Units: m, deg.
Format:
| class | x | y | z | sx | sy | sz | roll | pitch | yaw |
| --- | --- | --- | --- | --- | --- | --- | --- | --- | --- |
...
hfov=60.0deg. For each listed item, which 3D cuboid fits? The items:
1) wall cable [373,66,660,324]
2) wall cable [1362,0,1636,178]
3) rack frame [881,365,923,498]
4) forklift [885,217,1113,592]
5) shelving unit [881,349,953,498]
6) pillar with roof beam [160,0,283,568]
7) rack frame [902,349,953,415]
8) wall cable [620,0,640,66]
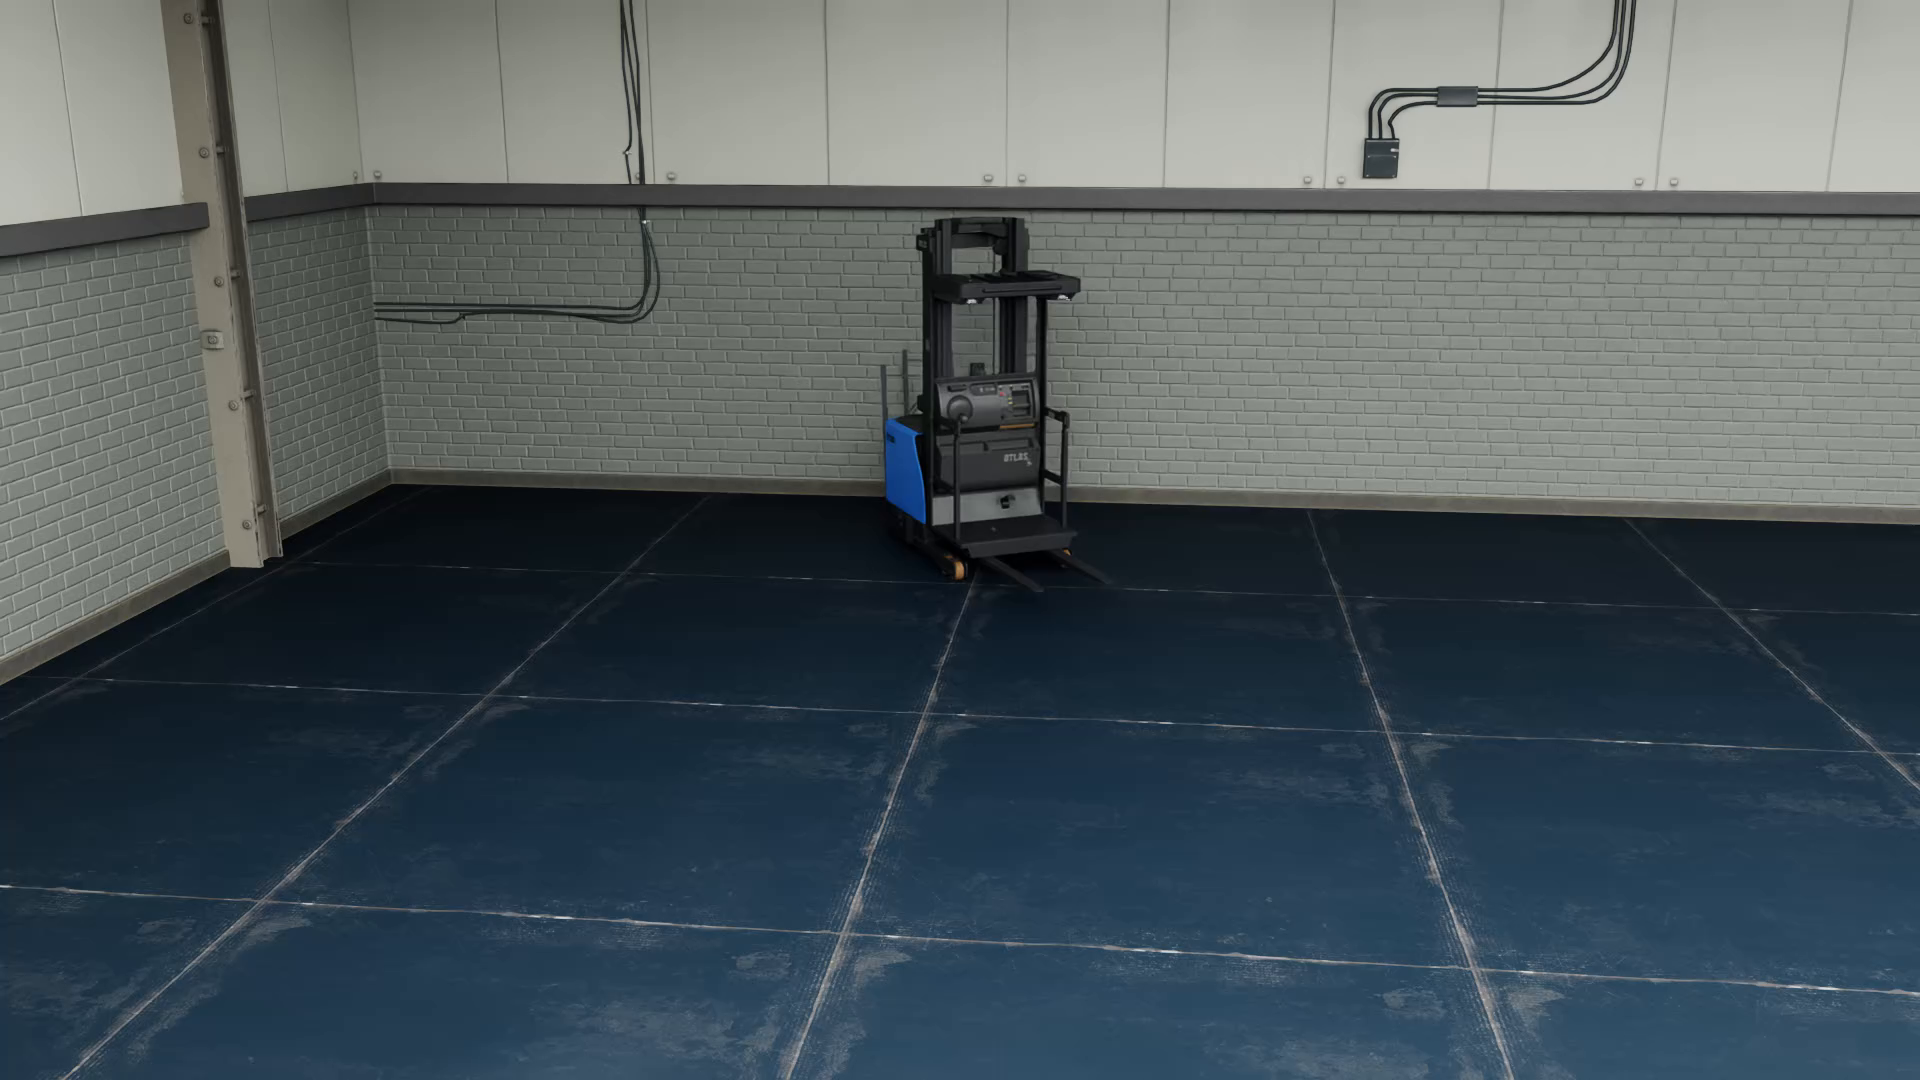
| class | x | y | z | sx | sy | sz | roll | pitch | yaw |
| --- | --- | --- | --- | --- | --- | --- | --- | --- | --- |
| wall cable | -4.527 | -3.387 | 16.486 | 3.097 | 2.526 | 0.112 | 2 | 15 | 6 |
| wall cable | 4.904 | -6.244 | 14.587 | 2.305 | 6.003 | 0.169 | 2 | 15 | 6 |
| rack frame | -0.472 | -0.901 | 15.627 | 0.500 | 1.500 | 0.032 | 1 | 15 | 10 |
| forklift | 0.328 | -1.197 | 14.061 | 1.130 | 2.935 | 3.031 | -6 | 16 | -22 |
| shelving unit | -0.388 | -1.027 | 16.112 | 0.538 | 1.500 | 1.048 | 1 | 15 | 10 |
| pillar with roof beam | -1.896 | -4.034 | 12.930 | 9.100 | 9.000 | 0.400 | 2 | 15 | 6 |
| rack frame | -0.303 | -1.153 | 16.598 | 0.500 | 1.500 | 0.032 | 1 | 15 | 10 |
| wall cable | -1.839 | -5.745 | 15.532 | 3.097 | 2.526 | 0.112 | 2 | 15 | 6 |
